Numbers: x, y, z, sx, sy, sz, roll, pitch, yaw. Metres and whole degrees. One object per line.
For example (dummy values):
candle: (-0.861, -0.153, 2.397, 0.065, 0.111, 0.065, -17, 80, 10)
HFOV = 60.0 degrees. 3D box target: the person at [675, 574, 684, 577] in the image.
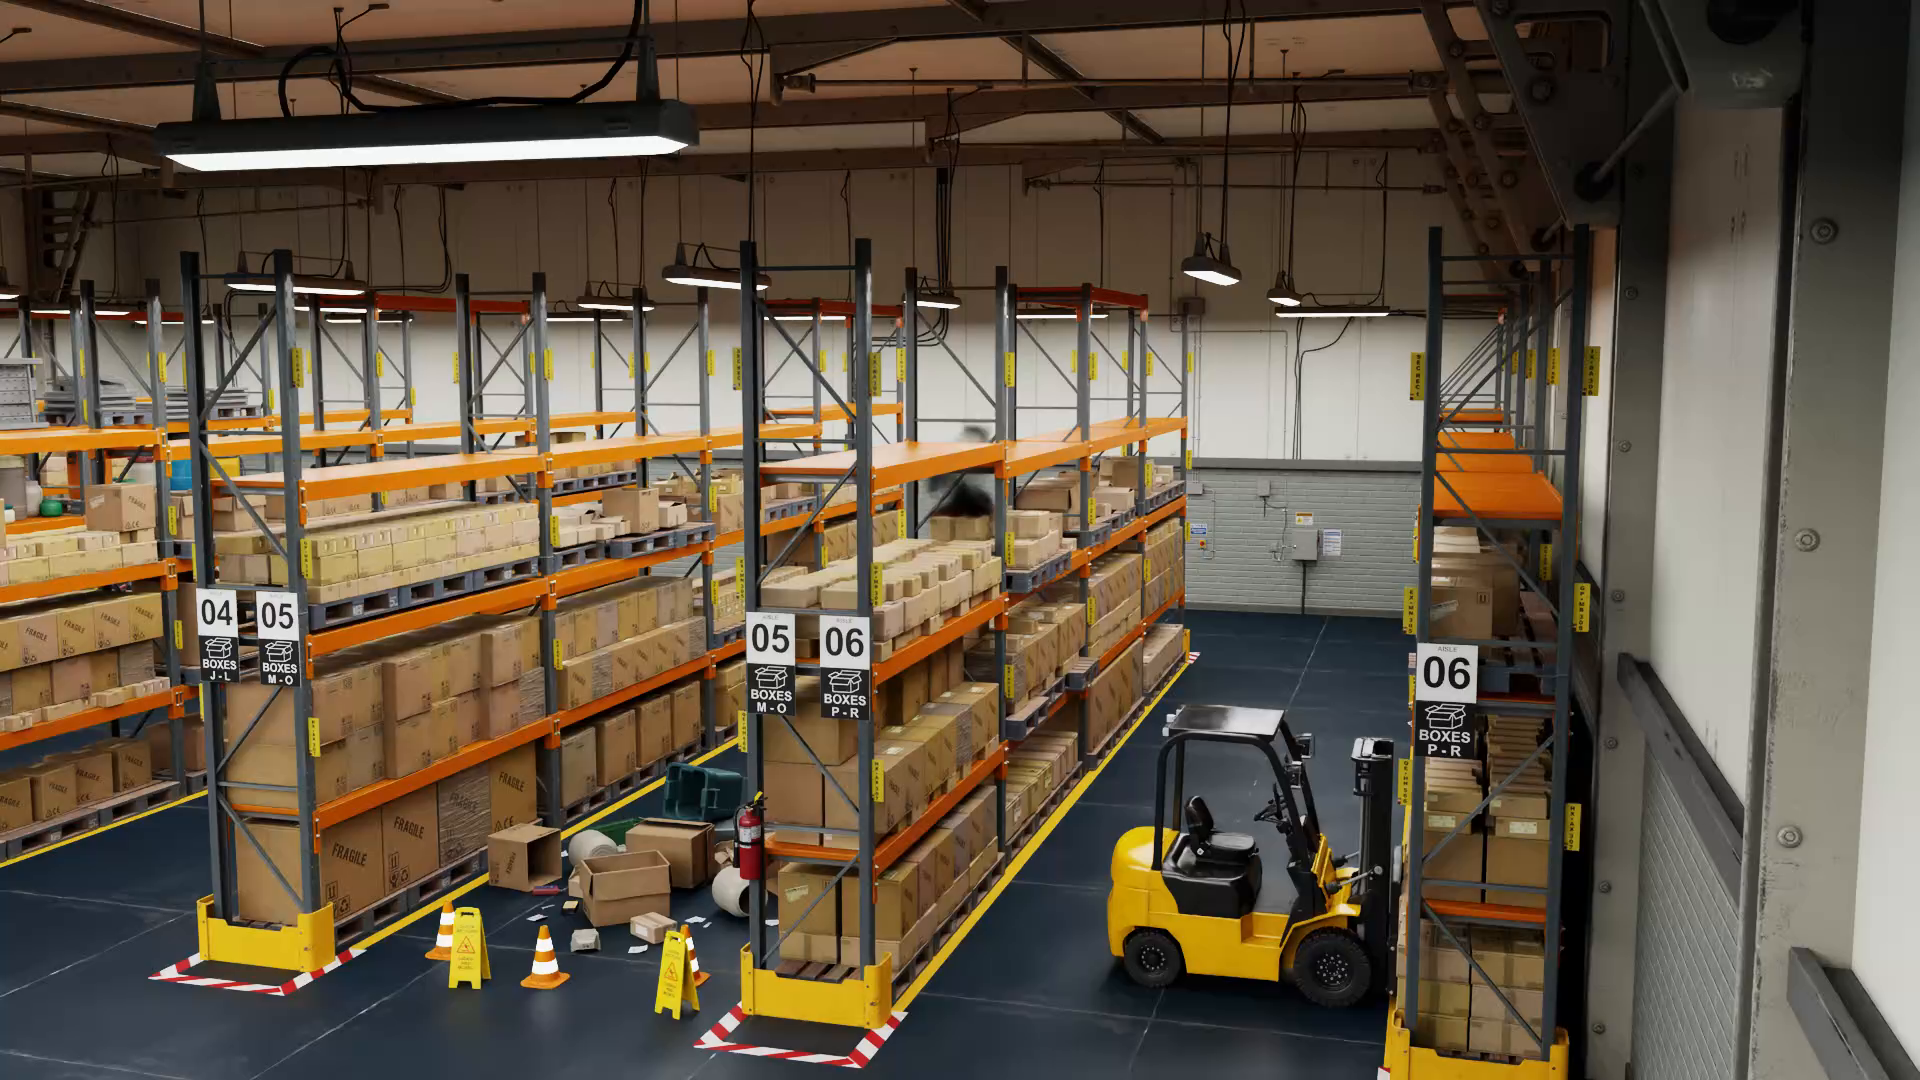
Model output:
person: (-4.286, 1.434, 25.586, 0.725, 1.815, 0.963, 2, 7, 18)
